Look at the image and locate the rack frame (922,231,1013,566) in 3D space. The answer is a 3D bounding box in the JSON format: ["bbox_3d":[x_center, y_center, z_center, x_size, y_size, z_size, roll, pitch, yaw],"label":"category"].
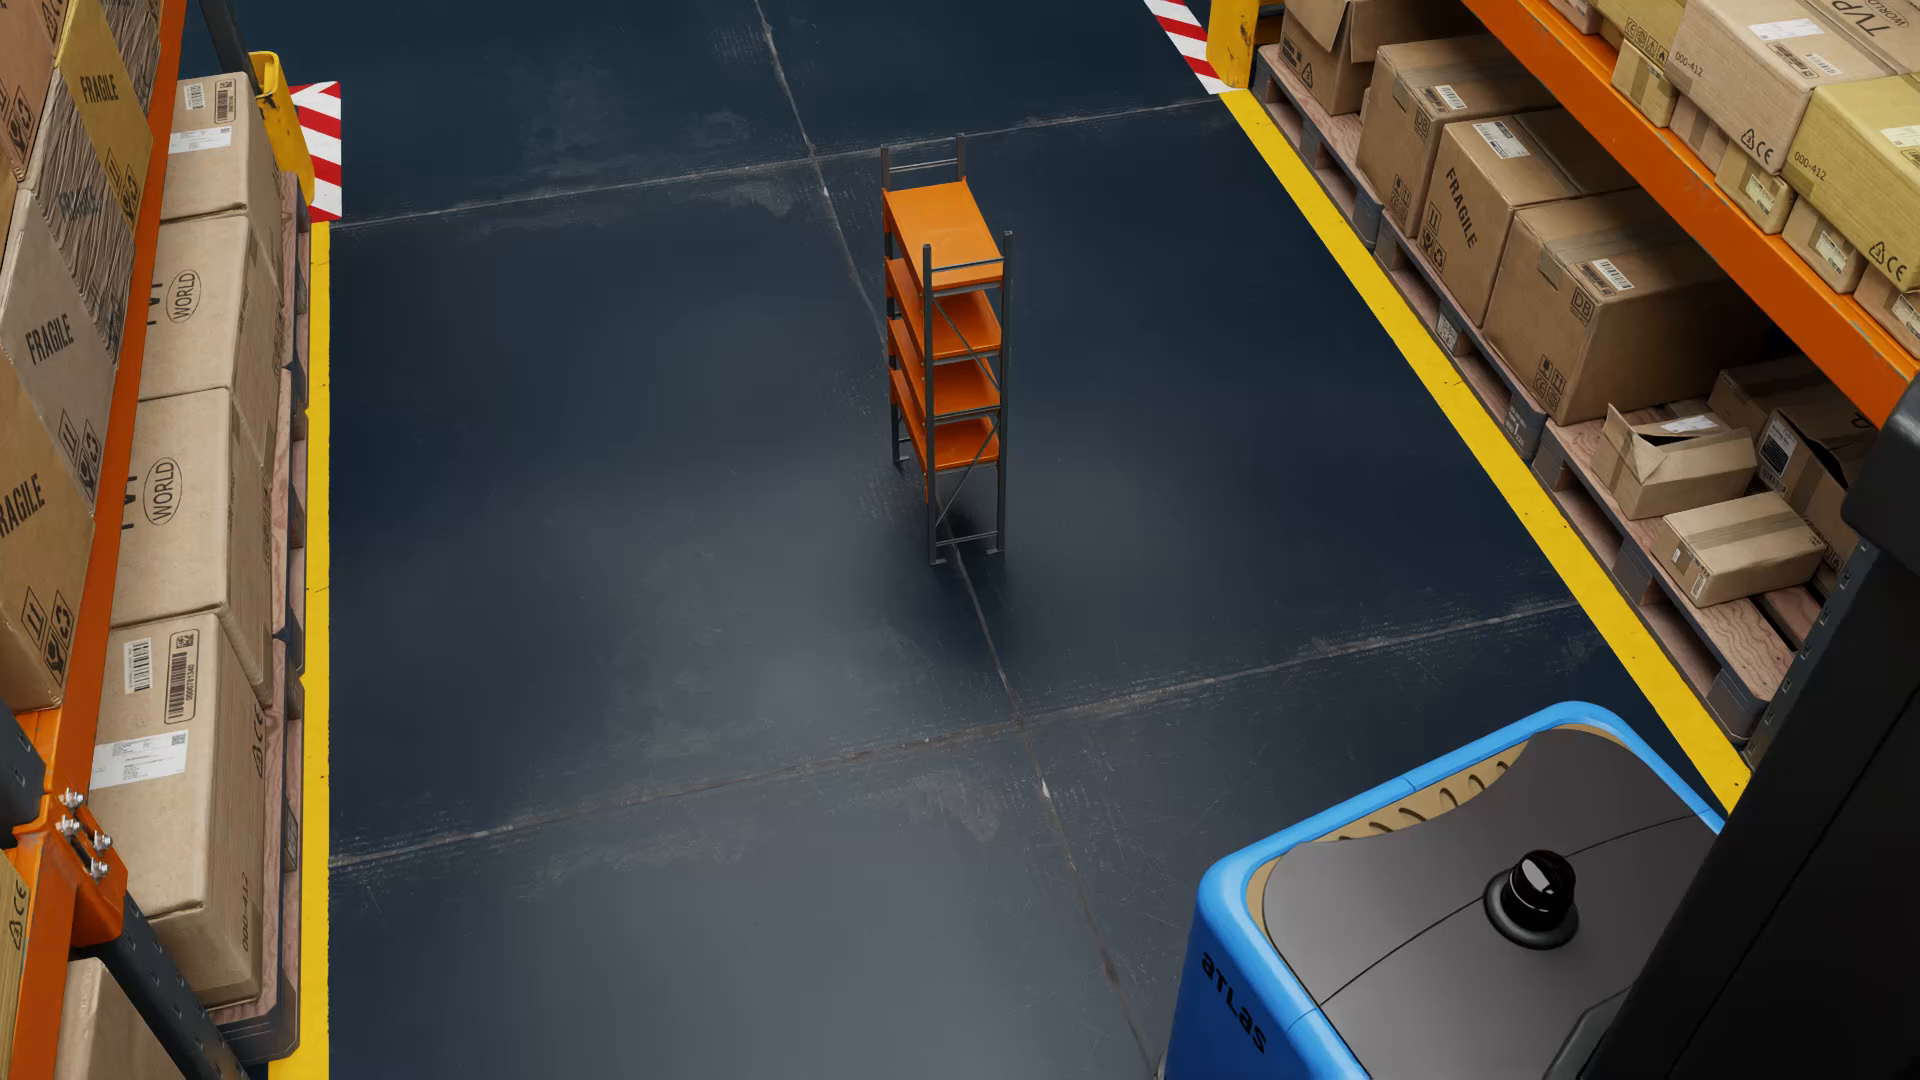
[{"bbox_3d":[0.020,-0.366,4.768,0.240,1.200,0.015,-11,47,-10],"label":"rack frame"}]

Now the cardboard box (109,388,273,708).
[{"bbox_3d":[-2.402,0.093,4.558,0.875,0.438,0.875,-12,47,-11],"label":"cardboard box"}]

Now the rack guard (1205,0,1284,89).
[{"bbox_3d":[1.678,-2.330,7.183,1.175,0.500,0.348,-11,47,-10],"label":"rack guard"}]

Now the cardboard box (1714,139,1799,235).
[{"bbox_3d":[2.179,-0.932,4.239,0.380,0.149,0.250,-10,46,-9],"label":"cardboard box"}]

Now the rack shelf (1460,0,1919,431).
[{"bbox_3d":[2.170,-1.625,5.246,1.077,0.370,4.000,-11,47,-10],"label":"rack shelf"}]

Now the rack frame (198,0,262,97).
[{"bbox_3d":[-3.139,-2.347,5.450,1.000,3.000,0.127,-11,47,-10],"label":"rack frame"}]

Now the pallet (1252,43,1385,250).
[{"bbox_3d":[1.883,-1.678,6.747,1.003,0.211,1.213,-11,47,-10],"label":"pallet"}]

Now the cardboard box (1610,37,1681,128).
[{"bbox_3d":[2.045,-1.290,4.590,0.380,0.149,0.250,-11,47,-11],"label":"cardboard box"}]

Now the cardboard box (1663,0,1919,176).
[{"bbox_3d":[2.173,-1.197,4.220,0.500,0.250,0.500,-11,47,-10],"label":"cardboard box"}]

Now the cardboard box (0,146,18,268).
[{"bbox_3d":[-2.126,-0.693,3.059,0.500,0.500,0.500,-11,47,-11],"label":"cardboard box"}]

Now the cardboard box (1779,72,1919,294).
[{"bbox_3d":[2.316,-0.854,3.884,0.500,0.250,0.500,-10,46,-9],"label":"cardboard box"}]

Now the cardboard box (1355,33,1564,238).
[{"bbox_3d":[1.904,-1.492,6.068,0.700,0.500,0.500,-9,46,-9],"label":"cardboard box"}]

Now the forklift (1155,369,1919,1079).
[{"bbox_3d":[1.555,1.131,2.089,1.130,2.935,3.031,-20,49,-19],"label":"forklift"}]

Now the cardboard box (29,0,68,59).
[{"bbox_3d":[-2.373,-1.398,3.749,0.500,0.500,0.500,-11,47,-11],"label":"cardboard box"}]

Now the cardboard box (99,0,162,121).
[{"bbox_3d":[-2.505,-1.395,4.447,0.500,0.500,0.500,-9,46,-9],"label":"cardboard box"}]

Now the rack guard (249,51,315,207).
[{"bbox_3d":[-3.145,-1.489,6.359,1.175,0.500,0.348,-11,47,-10],"label":"rack guard"}]

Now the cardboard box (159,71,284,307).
[{"bbox_3d":[-2.874,-1.160,5.786,0.875,0.438,0.875,-12,47,-12],"label":"cardboard box"}]

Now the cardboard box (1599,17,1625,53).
[{"bbox_3d":[2.087,-1.488,4.784,0.380,0.149,0.250,-10,46,-10],"label":"cardboard box"}]

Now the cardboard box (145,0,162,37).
[{"bbox_3d":[-2.646,-1.748,4.793,0.500,0.500,0.500,-12,47,-11],"label":"cardboard box"}]

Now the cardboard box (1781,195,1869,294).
[{"bbox_3d":[2.269,-0.757,4.068,0.380,0.149,0.250,-10,46,-9],"label":"cardboard box"}]

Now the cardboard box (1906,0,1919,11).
[{"bbox_3d":[2.681,-1.283,4.304,0.500,0.250,0.500,-11,47,-11],"label":"cardboard box"}]

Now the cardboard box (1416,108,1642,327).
[{"bbox_3d":[1.943,-1.109,5.693,0.500,0.500,0.500,-10,46,-10],"label":"cardboard box"}]

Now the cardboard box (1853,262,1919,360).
[{"bbox_3d":[2.356,-0.582,3.896,0.380,0.149,0.250,-10,46,-10],"label":"cardboard box"}]

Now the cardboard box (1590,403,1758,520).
[{"bbox_3d":[2.164,-0.263,5.028,0.396,0.266,0.258,-9,46,-9],"label":"cardboard box"}]

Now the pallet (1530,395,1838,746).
[{"bbox_3d":[2.507,0.006,5.096,1.003,0.211,1.213,-11,47,-10],"label":"pallet"}]

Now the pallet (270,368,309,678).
[{"bbox_3d":[-2.550,0.007,5.095,1.003,0.211,1.213,-11,47,-10],"label":"pallet"}]

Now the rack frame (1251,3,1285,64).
[{"bbox_3d":[1.658,-3.257,6.342,1.000,3.000,0.127,-11,47,-10],"label":"rack frame"}]

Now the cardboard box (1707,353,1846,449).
[{"bbox_3d":[2.630,-0.443,5.286,0.380,0.149,0.250,-11,47,-11],"label":"cardboard box"}]

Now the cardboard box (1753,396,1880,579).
[{"bbox_3d":[2.741,-0.201,4.935,0.500,0.311,0.500,-9,46,-9],"label":"cardboard box"}]

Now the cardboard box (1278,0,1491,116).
[{"bbox_3d":[1.723,-2.091,6.653,0.797,0.503,0.637,-12,47,-12],"label":"cardboard box"}]

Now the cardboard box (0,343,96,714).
[{"bbox_3d":[-1.982,0.008,3.072,0.500,0.500,0.500,-9,46,-9],"label":"cardboard box"}]

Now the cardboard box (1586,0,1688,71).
[{"bbox_3d":[2.058,-1.544,4.560,0.500,0.250,0.500,-11,47,-11],"label":"cardboard box"}]

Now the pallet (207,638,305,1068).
[{"bbox_3d":[-2.234,0.851,4.268,1.003,0.211,1.213,-11,47,-10],"label":"pallet"}]

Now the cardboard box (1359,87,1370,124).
[{"bbox_3d":[1.794,-1.666,6.485,0.380,0.149,0.250,-12,47,-12],"label":"cardboard box"}]

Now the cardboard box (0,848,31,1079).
[{"bbox_3d":[-1.757,0.731,2.539,0.500,0.250,0.500,-12,47,-11],"label":"cardboard box"}]

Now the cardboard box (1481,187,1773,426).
[{"bbox_3d":[2.170,-0.776,5.366,0.700,0.500,0.500,-12,47,-12],"label":"cardboard box"}]

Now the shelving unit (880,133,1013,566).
[{"bbox_3d":[-0.042,-0.534,4.933,0.258,1.200,0.503,-11,47,-10],"label":"shelving unit"}]

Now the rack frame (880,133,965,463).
[{"bbox_3d":[-0.105,-0.703,5.099,0.240,1.200,0.015,-11,47,-10],"label":"rack frame"}]

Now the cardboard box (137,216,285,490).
[{"bbox_3d":[-2.631,-0.530,5.169,0.875,0.438,0.875,-10,46,-9],"label":"cardboard box"}]

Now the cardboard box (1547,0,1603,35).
[{"bbox_3d":[1.979,-1.650,4.943,0.380,0.149,0.250,-11,47,-10],"label":"cardboard box"}]

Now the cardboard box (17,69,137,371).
[{"bbox_3d":[-2.228,-0.685,3.751,0.500,0.500,0.500,-10,47,-10],"label":"cardboard box"}]

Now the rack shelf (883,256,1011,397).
[{"bbox_3d":[-0.042,-0.644,4.822,0.258,0.148,0.480,-11,47,-10],"label":"rack shelf"}]

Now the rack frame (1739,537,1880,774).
[{"bbox_3d":[2.682,-0.496,3.635,1.000,3.000,0.127,-11,47,-10],"label":"rack frame"}]

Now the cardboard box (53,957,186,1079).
[{"bbox_3d":[-1.879,1.425,2.947,0.875,0.875,0.875,-9,46,-9],"label":"cardboard box"}]

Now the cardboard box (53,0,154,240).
[{"bbox_3d":[-2.360,-1.041,4.100,0.500,0.500,0.500,-9,46,-9],"label":"cardboard box"}]

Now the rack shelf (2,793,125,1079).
[{"bbox_3d":[-1.603,2.047,1.647,1.077,0.370,4.000,-11,47,-10],"label":"rack shelf"}]

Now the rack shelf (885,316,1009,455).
[{"bbox_3d":[-0.042,-0.487,4.982,0.258,0.148,0.480,-11,47,-10],"label":"rack shelf"}]

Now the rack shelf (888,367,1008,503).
[{"bbox_3d":[-0.042,-0.348,5.123,0.258,0.148,0.480,-11,47,-10],"label":"rack shelf"}]

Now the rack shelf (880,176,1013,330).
[{"bbox_3d":[-0.042,-0.809,4.653,0.258,0.148,0.480,-11,47,-10],"label":"rack shelf"}]

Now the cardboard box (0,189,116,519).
[{"bbox_3d":[-2.107,-0.340,3.413,0.500,0.500,0.500,-10,47,-10],"label":"cardboard box"}]

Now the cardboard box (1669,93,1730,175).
[{"bbox_3d":[2.138,-1.118,4.422,0.380,0.149,0.250,-10,46,-9],"label":"cardboard box"}]

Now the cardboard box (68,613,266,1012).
[{"bbox_3d":[-2.172,0.711,3.953,0.875,0.438,0.875,-11,47,-11],"label":"cardboard box"}]

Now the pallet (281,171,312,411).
[{"bbox_3d":[-2.859,-0.833,5.919,1.003,0.211,1.213,-11,47,-10],"label":"pallet"}]

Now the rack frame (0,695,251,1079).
[{"bbox_3d":[-2.112,0.414,2.744,0.949,2.616,0.053,-11,47,-10],"label":"rack frame"}]

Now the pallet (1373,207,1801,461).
[{"bbox_3d":[2.191,-0.838,5.923,1.003,0.211,1.213,-11,47,-10],"label":"pallet"}]

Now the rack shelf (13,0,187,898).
[{"bbox_3d":[-2.627,-0.714,4.354,1.077,0.370,4.000,-11,47,-10],"label":"rack shelf"}]

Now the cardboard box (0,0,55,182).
[{"bbox_3d":[-2.246,-1.049,3.408,0.500,0.500,0.500,-10,46,-10],"label":"cardboard box"}]

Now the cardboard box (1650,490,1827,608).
[{"bbox_3d":[2.256,0.024,4.828,0.380,0.149,0.250,-12,47,-12],"label":"cardboard box"}]
